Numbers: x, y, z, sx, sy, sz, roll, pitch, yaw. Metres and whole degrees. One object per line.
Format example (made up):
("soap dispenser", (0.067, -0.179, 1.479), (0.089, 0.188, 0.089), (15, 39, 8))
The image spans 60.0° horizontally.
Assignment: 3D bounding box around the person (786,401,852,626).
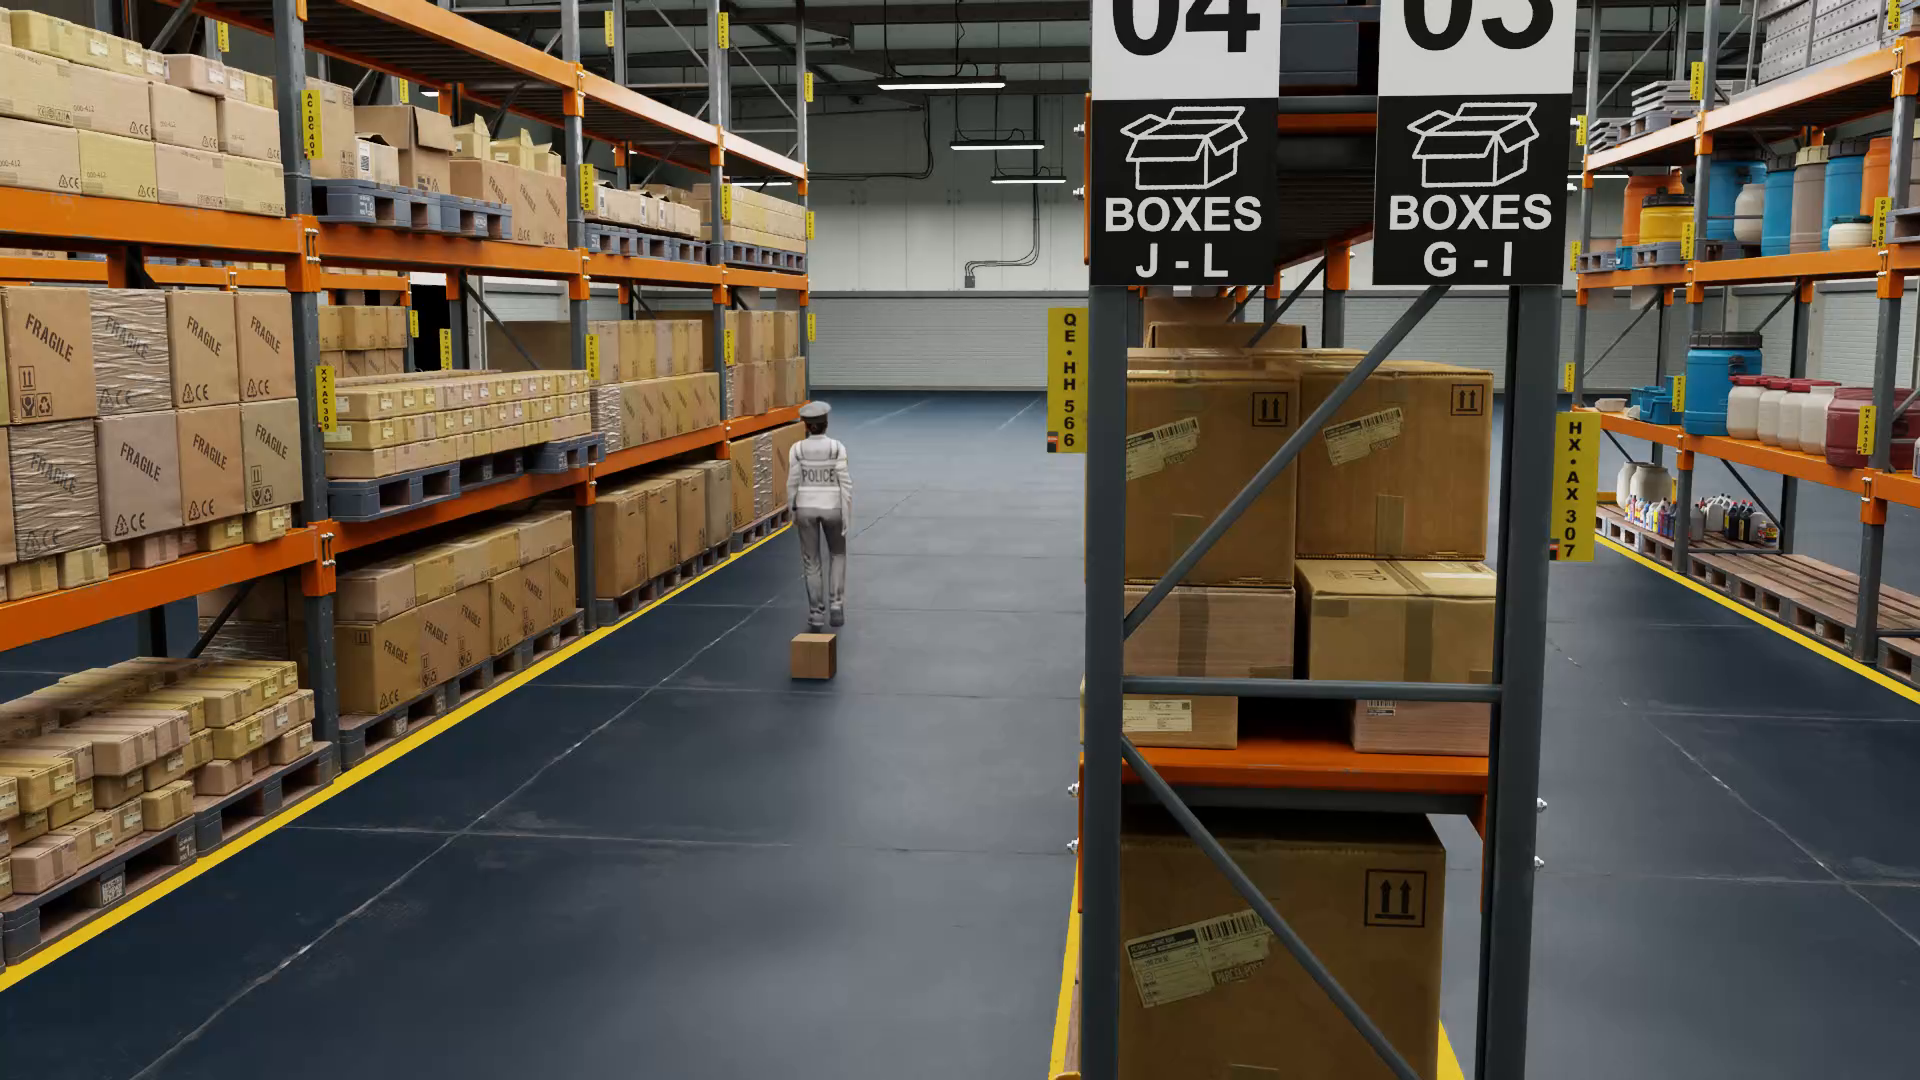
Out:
("person", (-1.058, -0.169, 12.497), (0.494, 1.737, 0.490), (-1, 8, -6))
